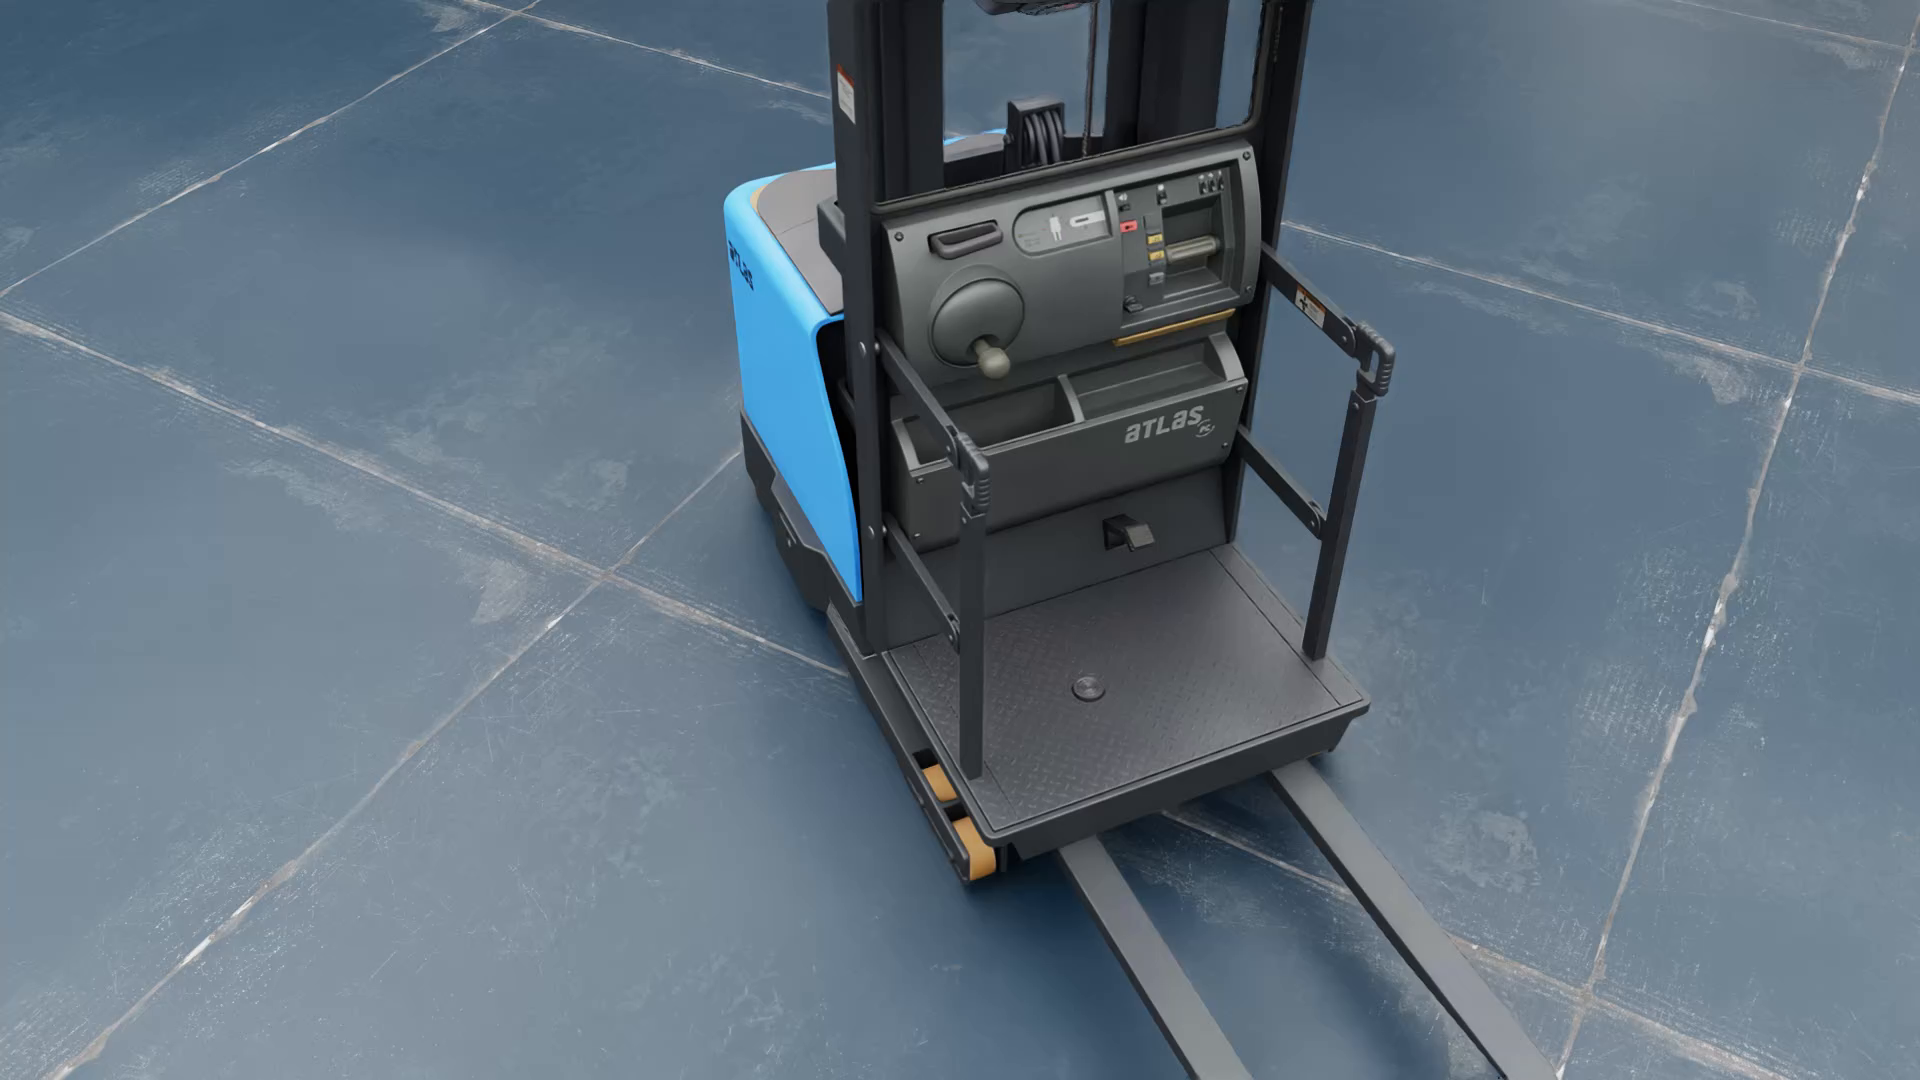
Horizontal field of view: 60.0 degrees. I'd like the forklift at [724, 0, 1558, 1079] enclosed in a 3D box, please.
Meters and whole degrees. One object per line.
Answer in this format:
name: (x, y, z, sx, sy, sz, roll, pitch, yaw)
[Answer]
forklift: (0.368, -0.559, 3.667, 1.130, 2.935, 3.031, -17, 44, -18)
